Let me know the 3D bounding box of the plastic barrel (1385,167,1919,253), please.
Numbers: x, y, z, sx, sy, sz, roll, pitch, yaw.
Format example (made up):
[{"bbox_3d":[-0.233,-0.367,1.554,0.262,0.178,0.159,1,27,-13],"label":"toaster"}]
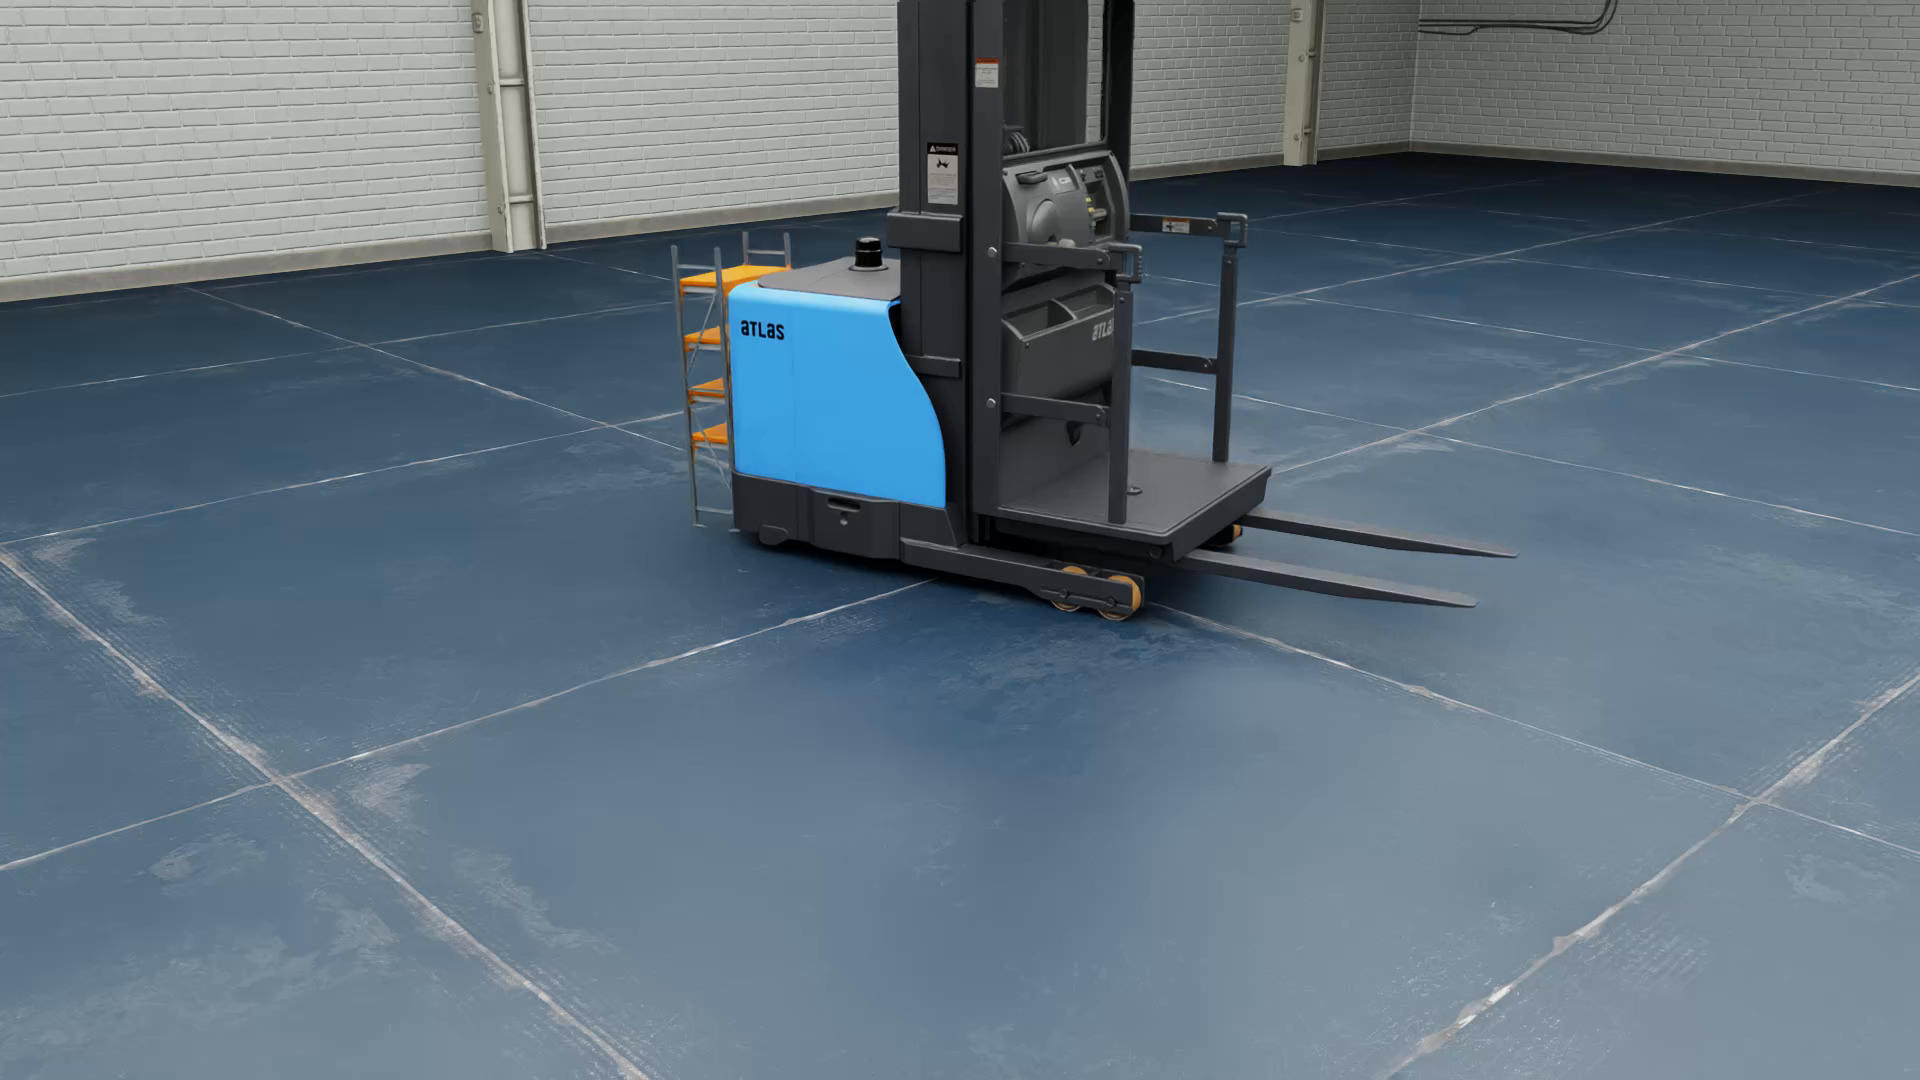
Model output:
[{"bbox_3d":[1.336,-0.769,3.357,38.471,3.701,17.930,-16,24,-41],"label":"plastic barrel"}]

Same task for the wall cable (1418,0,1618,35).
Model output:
[{"bbox_3d":[7.745,-8.333,23.129,0.112,2.526,3.097,-16,24,-41],"label":"wall cable"}]

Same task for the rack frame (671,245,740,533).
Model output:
[{"bbox_3d":[-1.059,-0.621,6.938,0.240,1.200,0.015,8,19,28],"label":"rack frame"}]

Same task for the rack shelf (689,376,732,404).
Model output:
[{"bbox_3d":[-0.939,-0.659,7.149,0.221,0.050,0.457,8,19,28],"label":"rack shelf"}]

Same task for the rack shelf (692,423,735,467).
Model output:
[{"bbox_3d":[-0.932,-0.432,7.218,0.258,0.148,0.480,8,19,28],"label":"rack shelf"}]

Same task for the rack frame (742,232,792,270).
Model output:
[{"bbox_3d":[-0.820,-0.752,7.343,0.240,1.200,0.015,8,19,28],"label":"rack frame"}]

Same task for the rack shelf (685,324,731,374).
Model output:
[{"bbox_3d":[-0.944,-0.836,7.095,0.258,0.148,0.480,8,19,28],"label":"rack shelf"}]

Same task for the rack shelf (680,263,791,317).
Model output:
[{"bbox_3d":[-0.951,-1.062,7.026,0.258,0.148,0.480,8,19,28],"label":"rack shelf"}]

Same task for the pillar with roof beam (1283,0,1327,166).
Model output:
[{"bbox_3d":[7.653,-8.517,18.663,0.400,9.000,9.100,-16,24,-41],"label":"pillar with roof beam"}]

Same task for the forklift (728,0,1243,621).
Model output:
[{"bbox_3d":[0.117,-1.340,6.467,1.939,2.867,1.129,10,21,29],"label":"forklift"}]

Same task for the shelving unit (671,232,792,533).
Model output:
[{"bbox_3d":[-0.940,-0.686,7.141,0.258,1.200,0.503,8,19,28],"label":"shelving unit"}]

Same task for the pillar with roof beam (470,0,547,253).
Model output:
[{"bbox_3d":[-1.066,-5.974,10.821,0.400,9.000,9.100,-16,24,-41],"label":"pillar with roof beam"}]
